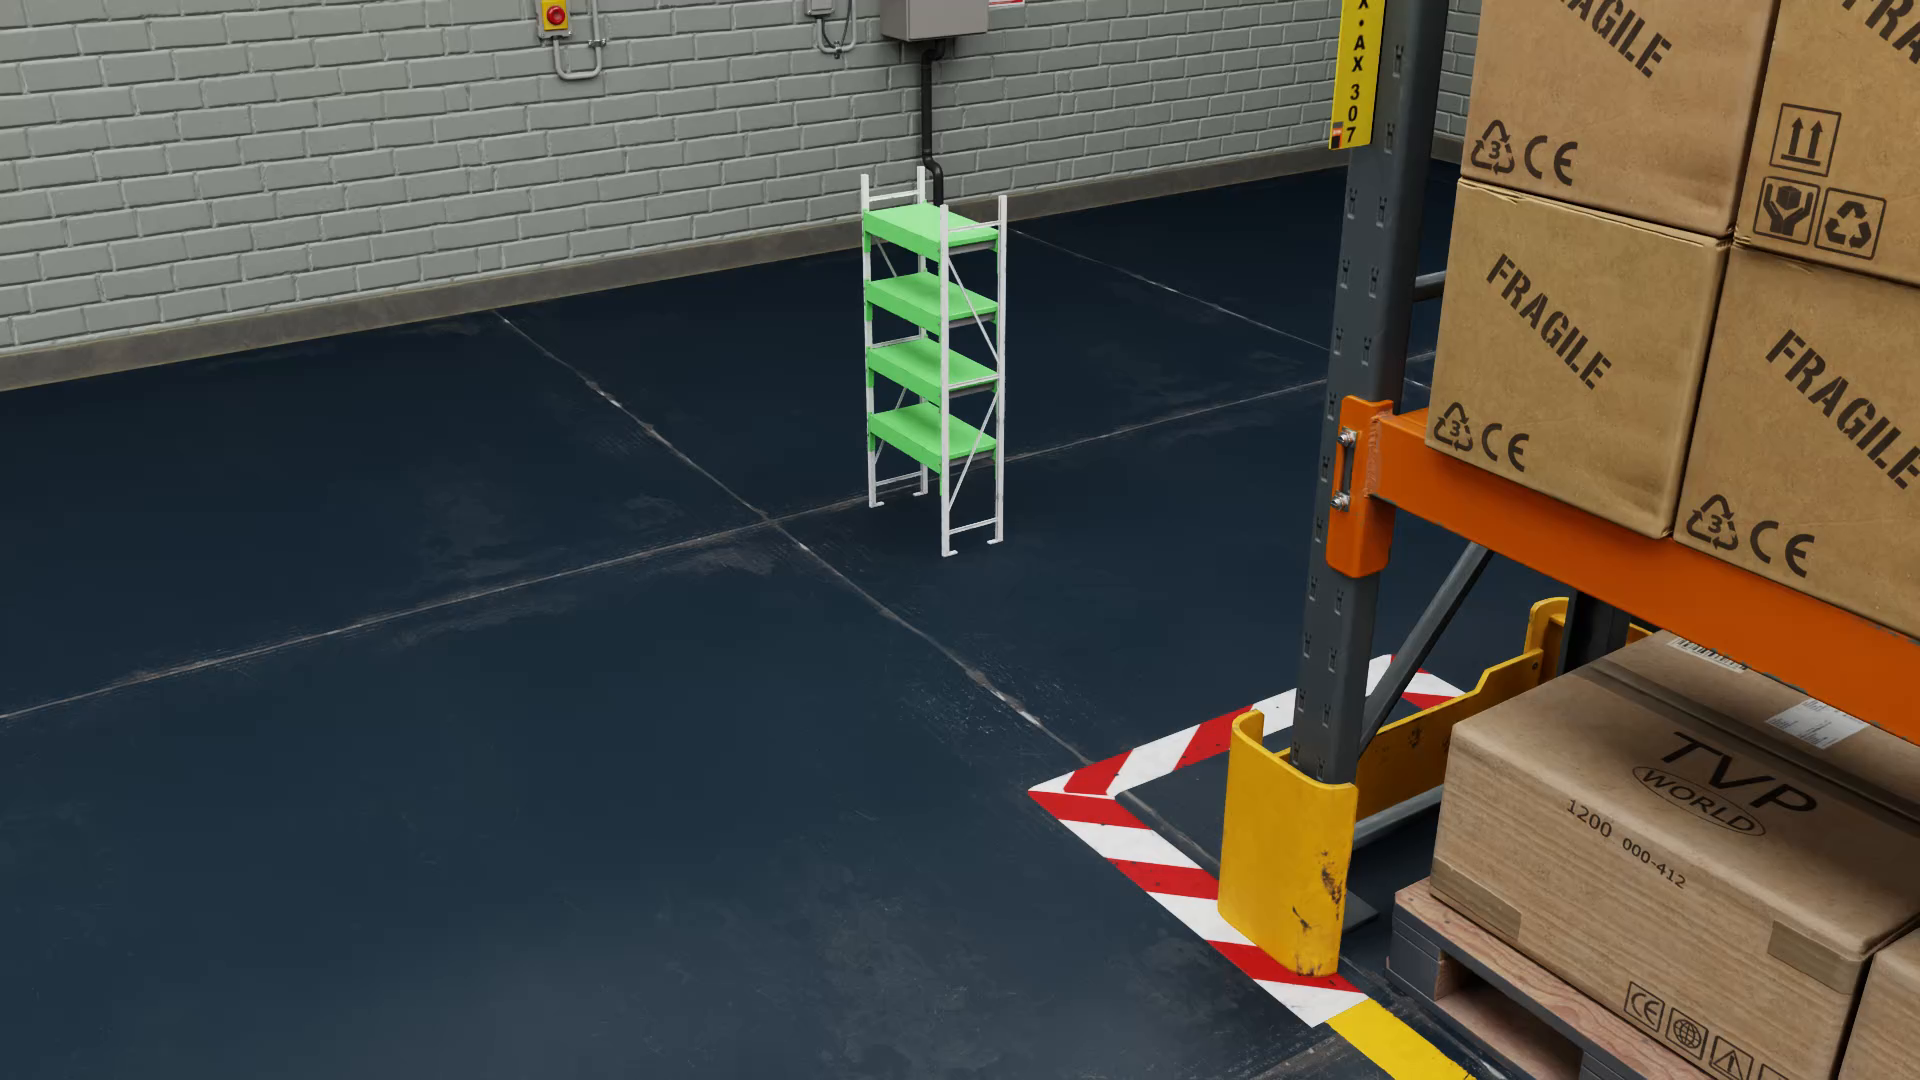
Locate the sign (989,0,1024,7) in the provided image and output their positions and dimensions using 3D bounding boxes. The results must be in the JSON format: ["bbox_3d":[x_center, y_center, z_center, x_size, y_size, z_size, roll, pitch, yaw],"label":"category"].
[{"bbox_3d":[0.220,-3.157,9.036,0.329,0.494,0.001,-16,29,-30],"label":"sign"}]

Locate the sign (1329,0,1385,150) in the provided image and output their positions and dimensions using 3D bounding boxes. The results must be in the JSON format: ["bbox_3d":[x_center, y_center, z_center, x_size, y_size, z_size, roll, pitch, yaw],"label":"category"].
[{"bbox_3d":[0.709,-0.862,2.956,0.100,0.325,0.005,-16,29,-30],"label":"sign"}]

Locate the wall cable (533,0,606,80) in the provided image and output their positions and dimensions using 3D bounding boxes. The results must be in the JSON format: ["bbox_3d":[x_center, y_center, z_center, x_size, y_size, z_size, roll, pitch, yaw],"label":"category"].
[{"bbox_3d":[-1.921,-3.047,7.465,0.585,1.953,0.123,-16,29,-30],"label":"wall cable"}]

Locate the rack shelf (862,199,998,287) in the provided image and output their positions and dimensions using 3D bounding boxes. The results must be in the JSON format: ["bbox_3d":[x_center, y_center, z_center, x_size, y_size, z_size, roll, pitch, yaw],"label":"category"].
[{"bbox_3d":[-0.090,-0.978,5.442,0.258,0.148,0.480,-16,29,-30],"label":"rack shelf"}]

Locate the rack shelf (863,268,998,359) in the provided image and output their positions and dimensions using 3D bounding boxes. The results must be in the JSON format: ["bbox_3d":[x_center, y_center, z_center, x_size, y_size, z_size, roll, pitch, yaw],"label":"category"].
[{"bbox_3d":[-0.090,-0.761,5.544,0.258,0.148,0.480,-16,29,-30],"label":"rack shelf"}]

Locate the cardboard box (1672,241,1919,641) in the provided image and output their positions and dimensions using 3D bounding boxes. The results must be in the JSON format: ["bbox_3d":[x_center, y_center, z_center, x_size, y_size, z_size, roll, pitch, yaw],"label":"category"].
[{"bbox_3d":[1.498,-0.195,2.531,0.500,0.500,0.500,-16,30,-30],"label":"cardboard box"}]

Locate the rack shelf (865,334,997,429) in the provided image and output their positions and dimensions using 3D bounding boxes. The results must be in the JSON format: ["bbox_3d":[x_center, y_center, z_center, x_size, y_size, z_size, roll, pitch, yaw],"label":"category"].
[{"bbox_3d":[-0.090,-0.544,5.647,0.258,0.148,0.480,-16,29,-30],"label":"rack shelf"}]

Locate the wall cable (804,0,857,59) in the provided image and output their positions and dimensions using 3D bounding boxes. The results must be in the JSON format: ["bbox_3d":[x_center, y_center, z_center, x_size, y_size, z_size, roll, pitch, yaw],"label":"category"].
[{"bbox_3d":[-0.739,-3.368,8.180,0.588,1.984,0.122,-16,29,-30],"label":"wall cable"}]

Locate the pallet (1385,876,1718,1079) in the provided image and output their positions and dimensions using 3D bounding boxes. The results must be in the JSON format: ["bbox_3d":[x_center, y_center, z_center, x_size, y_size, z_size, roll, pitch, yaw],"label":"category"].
[{"bbox_3d":[1.679,0.966,3.456,1.003,0.211,1.213,-16,29,-30],"label":"pallet"}]

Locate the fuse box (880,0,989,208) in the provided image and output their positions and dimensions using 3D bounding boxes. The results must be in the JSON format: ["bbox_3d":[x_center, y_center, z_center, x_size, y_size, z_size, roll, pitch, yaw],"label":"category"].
[{"bbox_3d":[-0.081,-2.428,8.890,0.539,1.711,0.414,-16,29,-30],"label":"fuse box"}]

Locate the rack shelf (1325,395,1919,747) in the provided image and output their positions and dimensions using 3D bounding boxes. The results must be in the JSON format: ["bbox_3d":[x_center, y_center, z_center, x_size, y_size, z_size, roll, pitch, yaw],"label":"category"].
[{"bbox_3d":[2.269,0.478,2.066,1.077,0.370,4.000,-16,29,-30],"label":"rack shelf"}]

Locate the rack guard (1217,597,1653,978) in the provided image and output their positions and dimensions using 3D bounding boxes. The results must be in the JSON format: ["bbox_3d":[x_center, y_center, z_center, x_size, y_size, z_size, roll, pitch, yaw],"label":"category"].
[{"bbox_3d":[1.164,0.559,3.979,1.175,0.500,0.348,-16,29,-30],"label":"rack guard"}]

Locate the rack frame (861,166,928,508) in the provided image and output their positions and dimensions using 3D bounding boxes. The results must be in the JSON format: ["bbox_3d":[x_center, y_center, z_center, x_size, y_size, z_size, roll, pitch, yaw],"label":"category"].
[{"bbox_3d":[-0.224,-0.689,5.804,0.240,1.200,0.015,-16,29,-30],"label":"rack frame"}]

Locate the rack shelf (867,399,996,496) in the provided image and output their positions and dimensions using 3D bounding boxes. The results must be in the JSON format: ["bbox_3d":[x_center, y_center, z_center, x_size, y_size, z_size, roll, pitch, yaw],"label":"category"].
[{"bbox_3d":[-0.090,-0.327,5.749,0.258,0.148,0.480,-16,29,-30],"label":"rack shelf"}]

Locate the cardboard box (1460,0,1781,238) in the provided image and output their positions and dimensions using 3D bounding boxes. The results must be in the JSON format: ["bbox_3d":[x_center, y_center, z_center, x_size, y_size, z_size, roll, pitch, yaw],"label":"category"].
[{"bbox_3d":[1.200,-0.822,2.688,0.500,0.500,0.500,-16,30,-31],"label":"cardboard box"}]

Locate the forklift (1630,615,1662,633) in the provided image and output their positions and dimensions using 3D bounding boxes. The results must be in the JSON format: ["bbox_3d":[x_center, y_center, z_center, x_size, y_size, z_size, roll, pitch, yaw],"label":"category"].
[{"bbox_3d":[2.913,-0.513,3.404,1.130,2.935,3.031,-9,27,-18],"label":"forklift"}]

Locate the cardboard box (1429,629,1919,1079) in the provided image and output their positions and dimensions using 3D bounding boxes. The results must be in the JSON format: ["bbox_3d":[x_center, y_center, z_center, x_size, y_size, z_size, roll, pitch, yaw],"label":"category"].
[{"bbox_3d":[1.621,0.619,3.434,0.875,0.438,0.875,-17,30,-31],"label":"cardboard box"}]

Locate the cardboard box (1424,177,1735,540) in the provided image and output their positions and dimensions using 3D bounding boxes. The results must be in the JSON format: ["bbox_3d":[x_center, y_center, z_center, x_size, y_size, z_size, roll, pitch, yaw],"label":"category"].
[{"bbox_3d":[1.198,-0.369,2.901,0.500,0.500,0.500,-16,30,-30],"label":"cardboard box"}]

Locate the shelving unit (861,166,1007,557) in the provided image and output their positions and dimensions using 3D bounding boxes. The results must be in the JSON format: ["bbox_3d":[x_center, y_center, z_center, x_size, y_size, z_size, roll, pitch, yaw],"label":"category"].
[{"bbox_3d":[-0.090,-0.602,5.619,0.258,1.200,0.503,-16,29,-30],"label":"shelving unit"}]

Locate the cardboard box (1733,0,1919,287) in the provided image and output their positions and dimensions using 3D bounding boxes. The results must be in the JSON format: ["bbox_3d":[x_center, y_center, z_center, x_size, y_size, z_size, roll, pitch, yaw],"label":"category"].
[{"bbox_3d":[1.488,-0.638,2.300,0.500,0.500,0.500,-16,30,-31],"label":"cardboard box"}]

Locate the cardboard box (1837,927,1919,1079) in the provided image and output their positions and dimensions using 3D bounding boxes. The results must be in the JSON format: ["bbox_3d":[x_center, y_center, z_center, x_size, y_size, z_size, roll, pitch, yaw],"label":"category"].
[{"bbox_3d":[2.128,0.945,2.745,0.875,0.438,0.875,-15,29,-28],"label":"cardboard box"}]

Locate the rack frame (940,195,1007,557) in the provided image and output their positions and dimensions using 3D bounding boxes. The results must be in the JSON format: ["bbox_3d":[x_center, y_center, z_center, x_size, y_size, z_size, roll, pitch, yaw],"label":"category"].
[{"bbox_3d":[0.043,-0.515,5.434,0.240,1.200,0.015,-16,29,-30],"label":"rack frame"}]

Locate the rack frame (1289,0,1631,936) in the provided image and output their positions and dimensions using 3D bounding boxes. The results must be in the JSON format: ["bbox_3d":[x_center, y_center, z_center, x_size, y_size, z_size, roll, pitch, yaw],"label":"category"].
[{"bbox_3d":[1.177,-0.562,3.428,1.000,3.000,0.127,-16,29,-30],"label":"rack frame"}]
